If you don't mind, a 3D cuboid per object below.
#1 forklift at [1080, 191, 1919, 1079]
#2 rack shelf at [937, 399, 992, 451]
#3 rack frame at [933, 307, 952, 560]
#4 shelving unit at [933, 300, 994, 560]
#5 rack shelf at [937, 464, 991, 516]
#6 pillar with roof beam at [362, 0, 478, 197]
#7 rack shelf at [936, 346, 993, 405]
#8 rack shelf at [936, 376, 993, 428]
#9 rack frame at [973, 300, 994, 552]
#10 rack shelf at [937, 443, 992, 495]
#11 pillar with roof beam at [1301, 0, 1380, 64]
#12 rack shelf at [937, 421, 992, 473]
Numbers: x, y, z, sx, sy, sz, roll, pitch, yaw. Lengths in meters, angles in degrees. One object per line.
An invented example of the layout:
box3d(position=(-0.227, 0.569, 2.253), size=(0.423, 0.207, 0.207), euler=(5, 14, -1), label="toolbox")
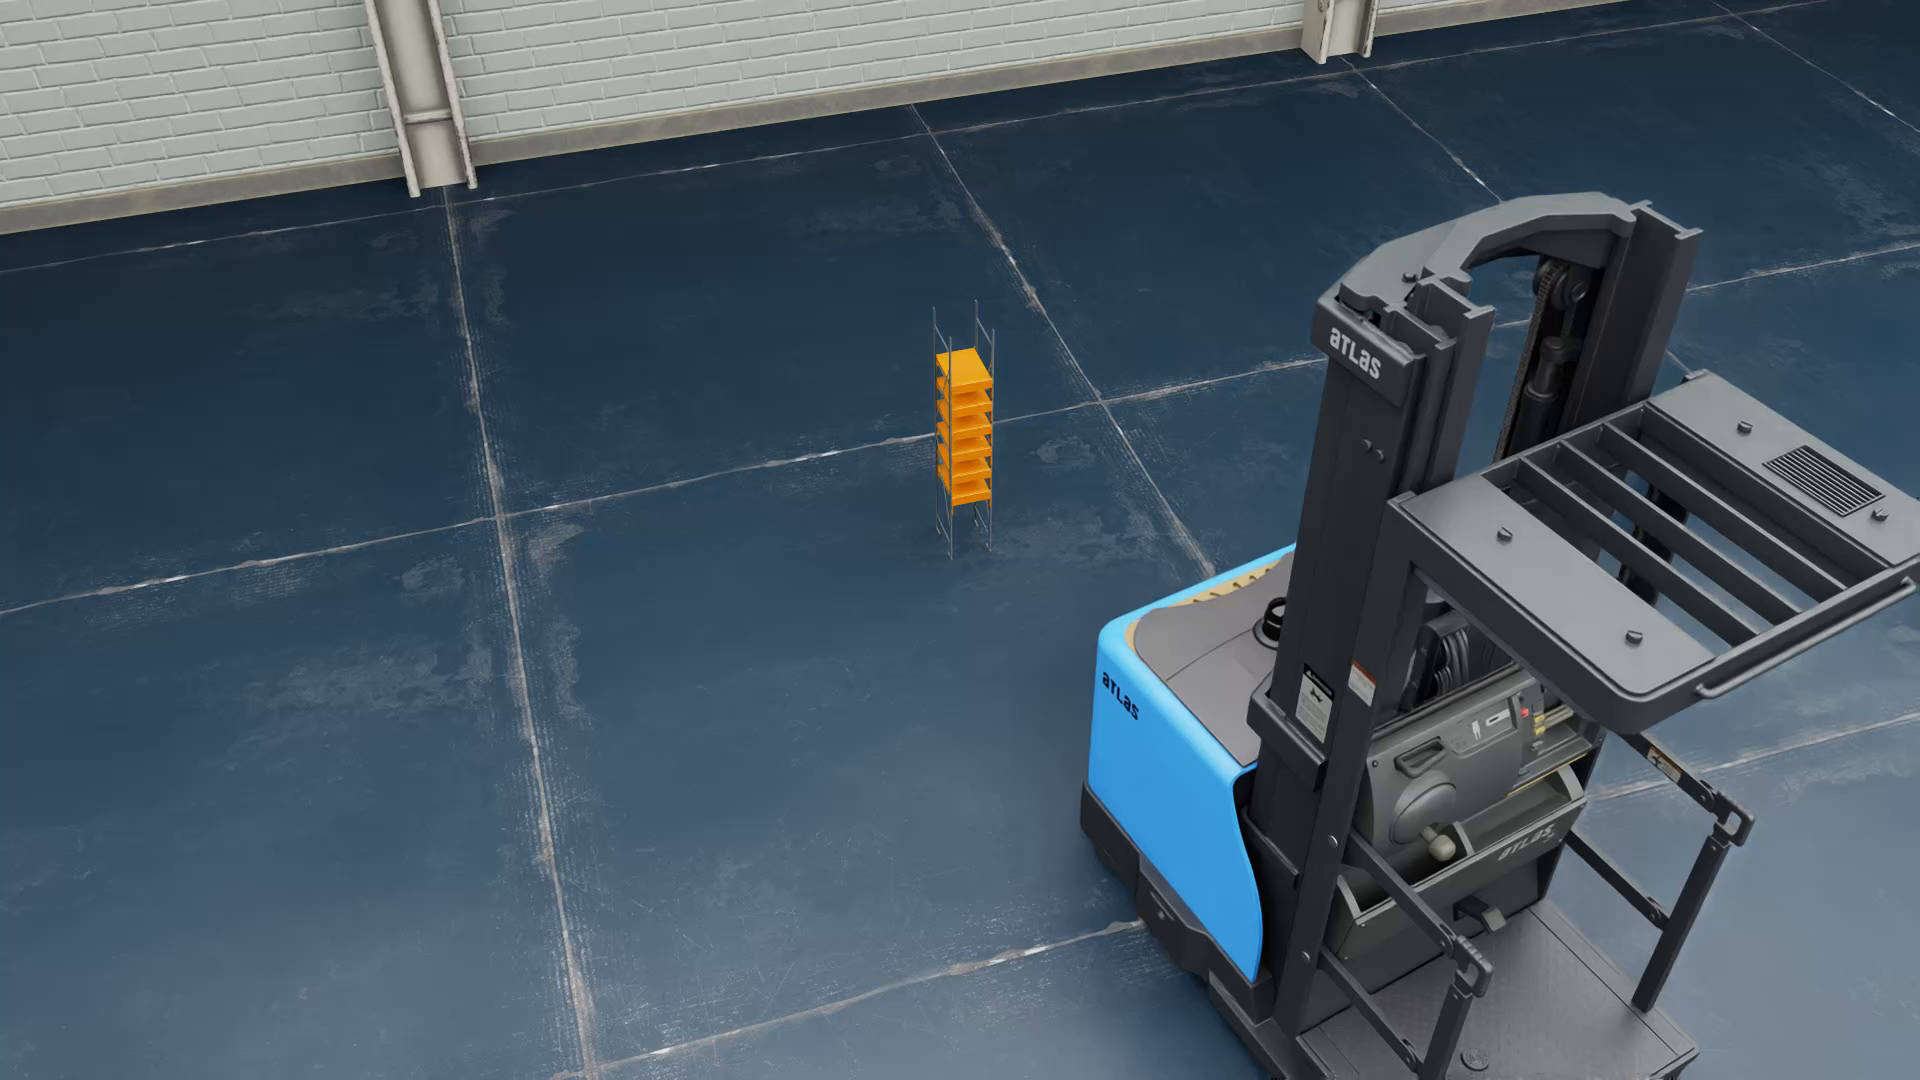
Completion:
box3d(position=(1.628, 0.675, 4.600), size=(1.130, 2.935, 3.031), euler=(-21, 45, -22), label="forklift")
box3d(position=(0.014, -0.512, 7.158), size=(0.180, 0.103, 0.258), euler=(-12, 42, -13), label="rack shelf")
box3d(position=(-0.073, -0.437, 7.187), size=(0.006, 1.200, 0.240), euler=(-12, 42, -13), label="rack frame")
box3d(position=(0.014, -0.455, 7.208), size=(0.189, 1.200, 0.258), euler=(-12, 42, -13), label="shelving unit")
box3d(position=(0.014, -0.241, 7.395), size=(0.180, 0.103, 0.258), euler=(-12, 42, -13), label="rack shelf")
box3d(position=(-1.850, -2.872, 4.047), size=(0.400, 9.000, 9.100), euler=(-12, 42, -13), label="pillar with roof beam")
box3d(position=(0.014, -0.692, 7.000), size=(0.180, 0.103, 0.258), euler=(-12, 42, -13), label="rack shelf")
box3d(position=(0.014, -0.602, 7.079), size=(0.180, 0.103, 0.258), euler=(-12, 42, -13), label="rack shelf")
box3d(position=(0.101, -0.473, 7.229), size=(0.006, 1.200, 0.240), euler=(-12, 42, -13), label="rack frame")
box3d(position=(0.014, -0.331, 7.316), size=(0.180, 0.103, 0.258), euler=(-12, 42, -13), label="rack shelf")
box3d(position=(3.873, -4.058, 5.405), size=(0.400, 9.000, 9.100), euler=(-12, 42, -13), label="pillar with roof beam")
box3d(position=(0.014, -0.421, 7.237), size=(0.180, 0.103, 0.258), euler=(-12, 42, -13), label="rack shelf")
